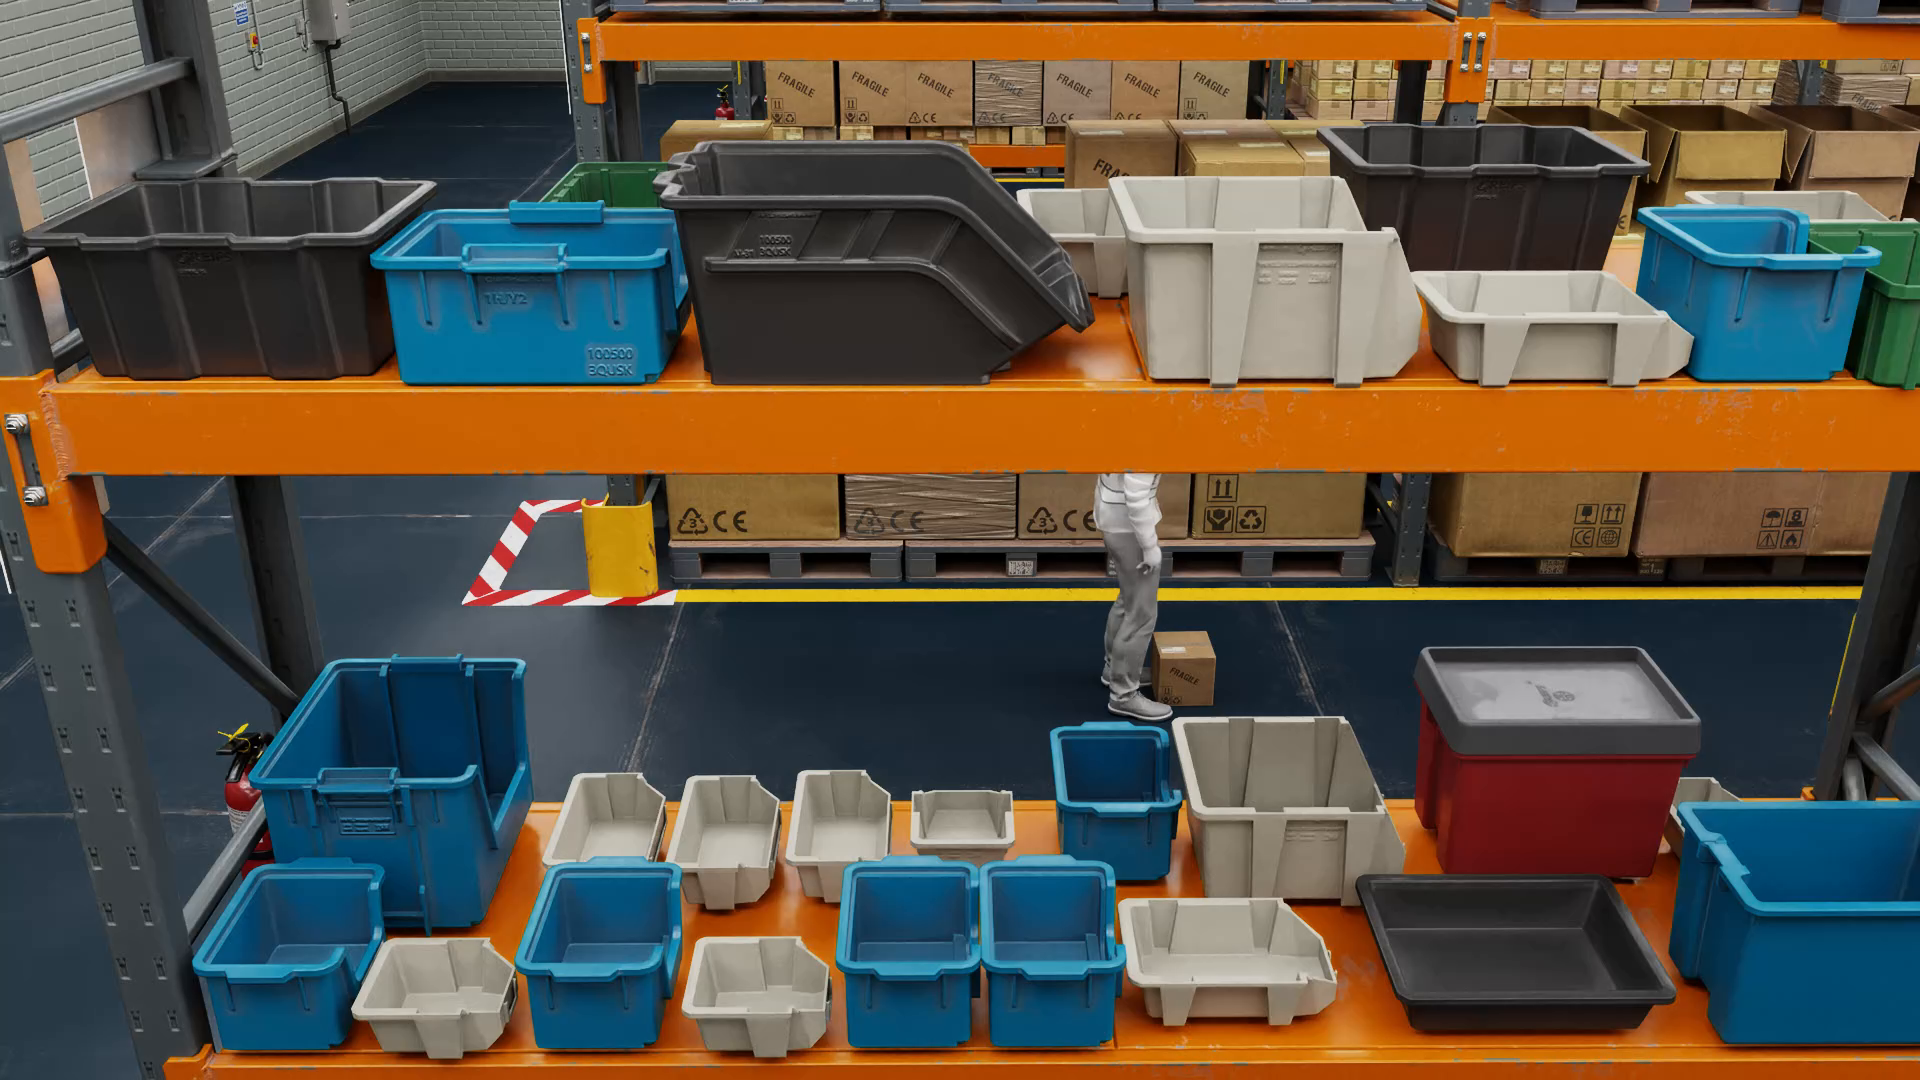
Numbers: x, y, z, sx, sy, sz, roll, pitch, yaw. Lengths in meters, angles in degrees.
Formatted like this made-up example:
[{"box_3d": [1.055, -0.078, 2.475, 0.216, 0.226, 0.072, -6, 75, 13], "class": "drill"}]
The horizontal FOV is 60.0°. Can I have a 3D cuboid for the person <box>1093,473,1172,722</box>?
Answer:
[{"box_3d": [0.768, -0.056, 7.222, 0.371, 1.664, 0.529, 0, 24, 0], "class": "person"}]
